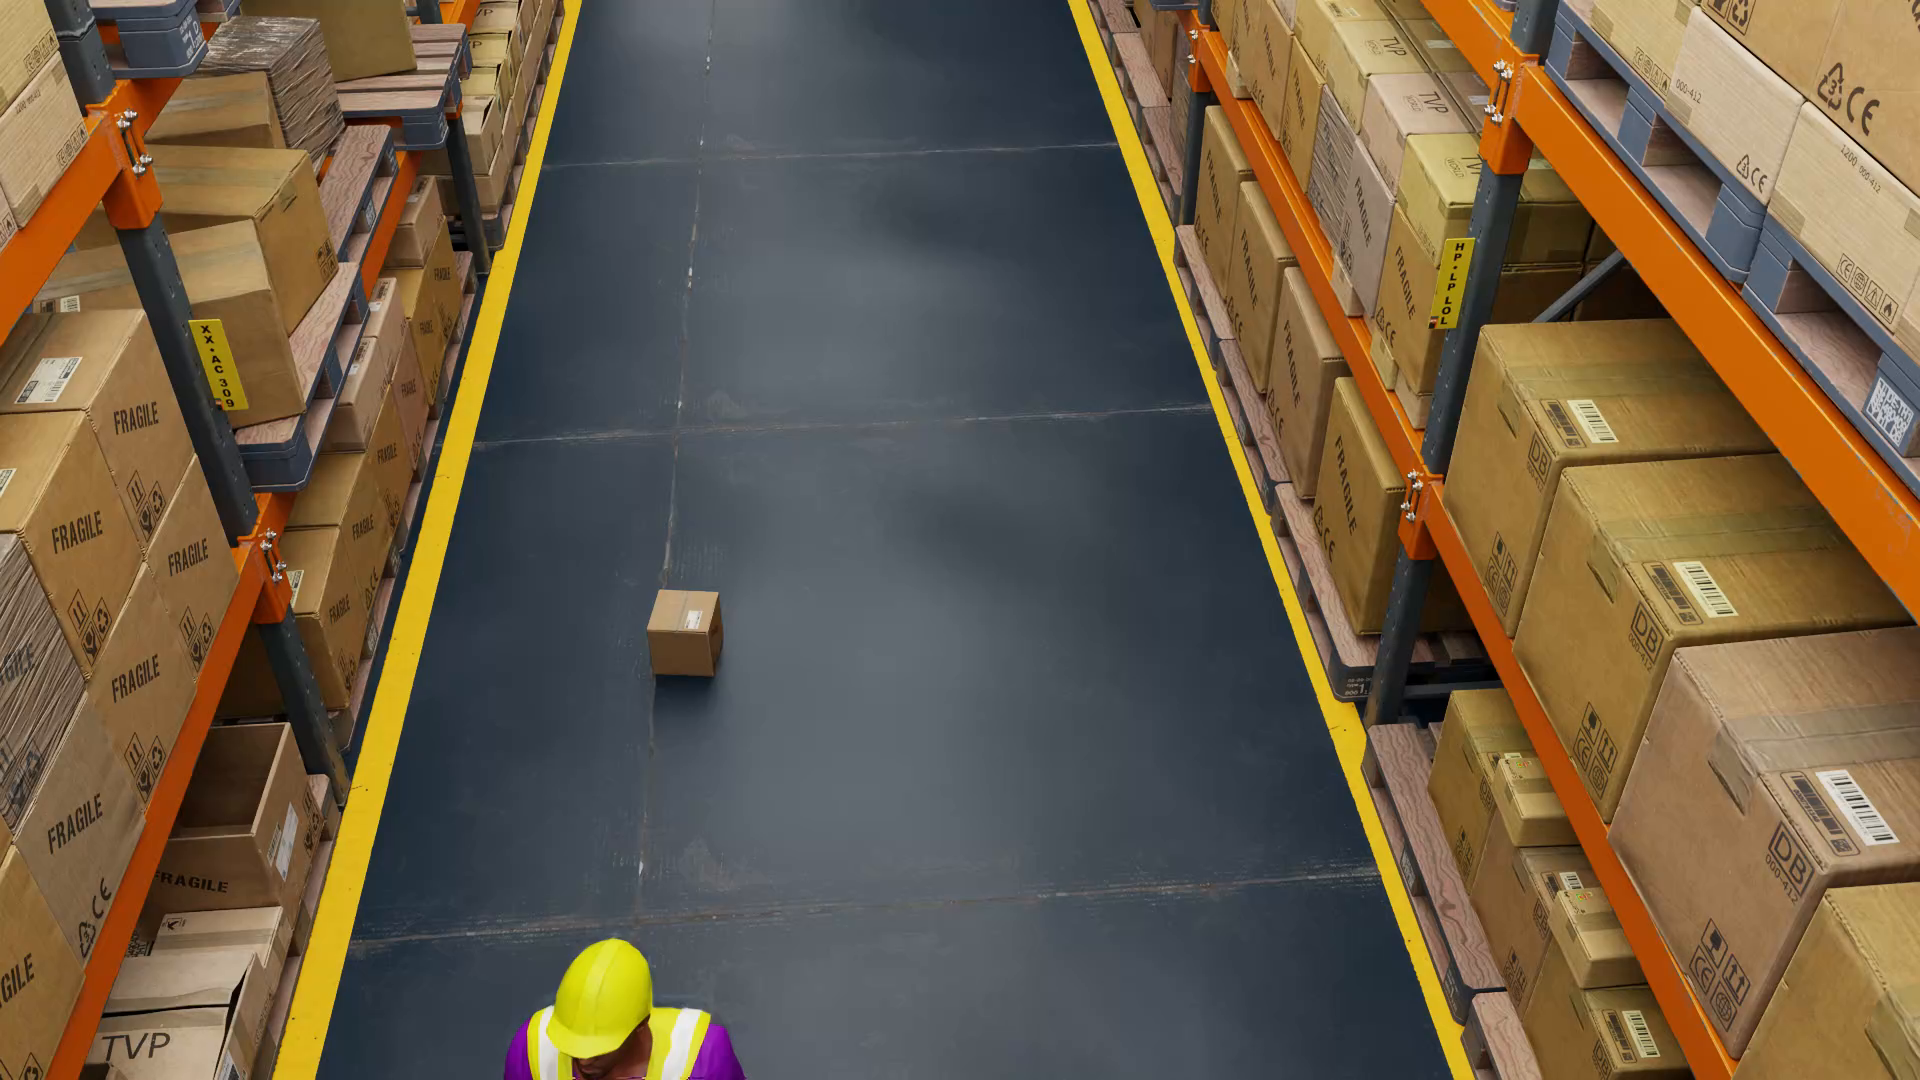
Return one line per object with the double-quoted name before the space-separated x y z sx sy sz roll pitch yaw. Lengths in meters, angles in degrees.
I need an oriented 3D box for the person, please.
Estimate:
"person" -0.813 1.670 4.060 0.611 1.765 0.861 5 39 7
